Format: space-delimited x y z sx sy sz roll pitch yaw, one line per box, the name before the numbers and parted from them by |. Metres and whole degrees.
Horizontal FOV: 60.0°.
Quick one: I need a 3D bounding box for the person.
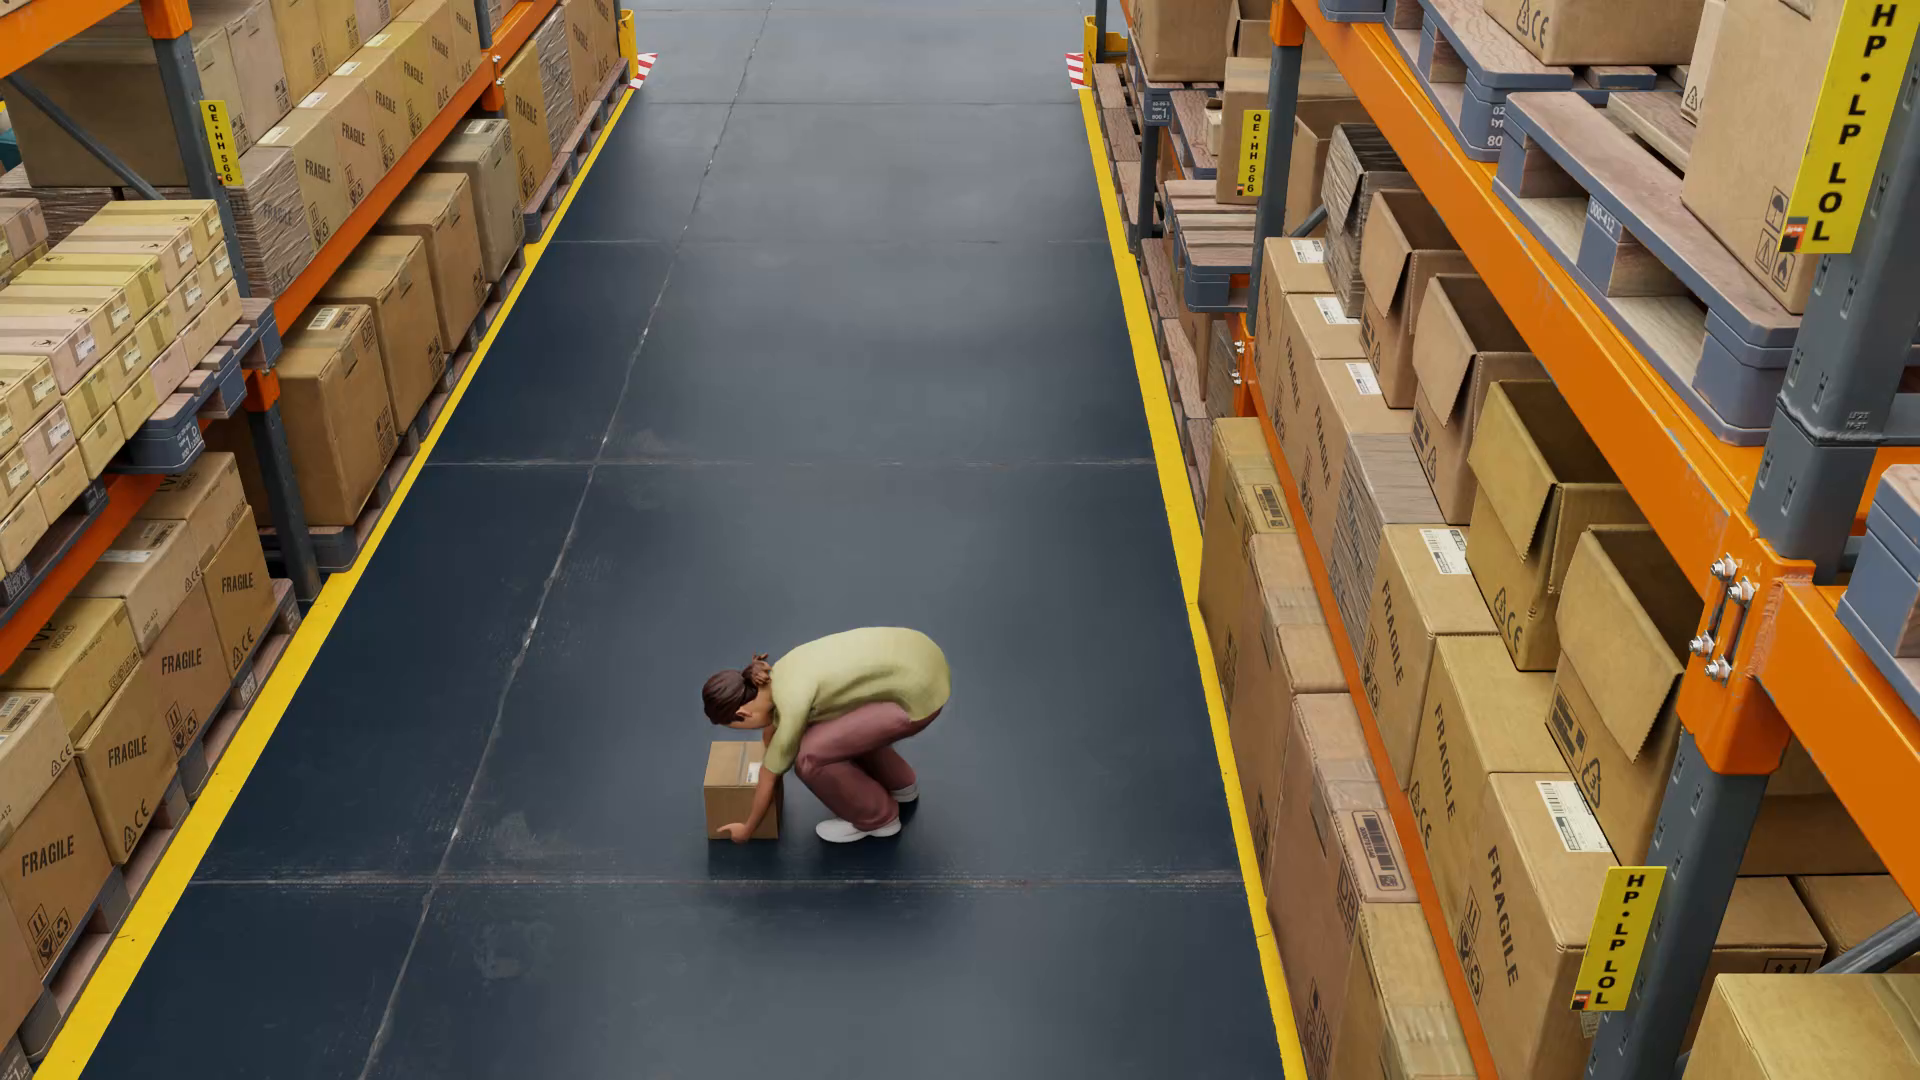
person | -0.335 0.307 5.647 0.559 1.662 0.428 0 32 0
